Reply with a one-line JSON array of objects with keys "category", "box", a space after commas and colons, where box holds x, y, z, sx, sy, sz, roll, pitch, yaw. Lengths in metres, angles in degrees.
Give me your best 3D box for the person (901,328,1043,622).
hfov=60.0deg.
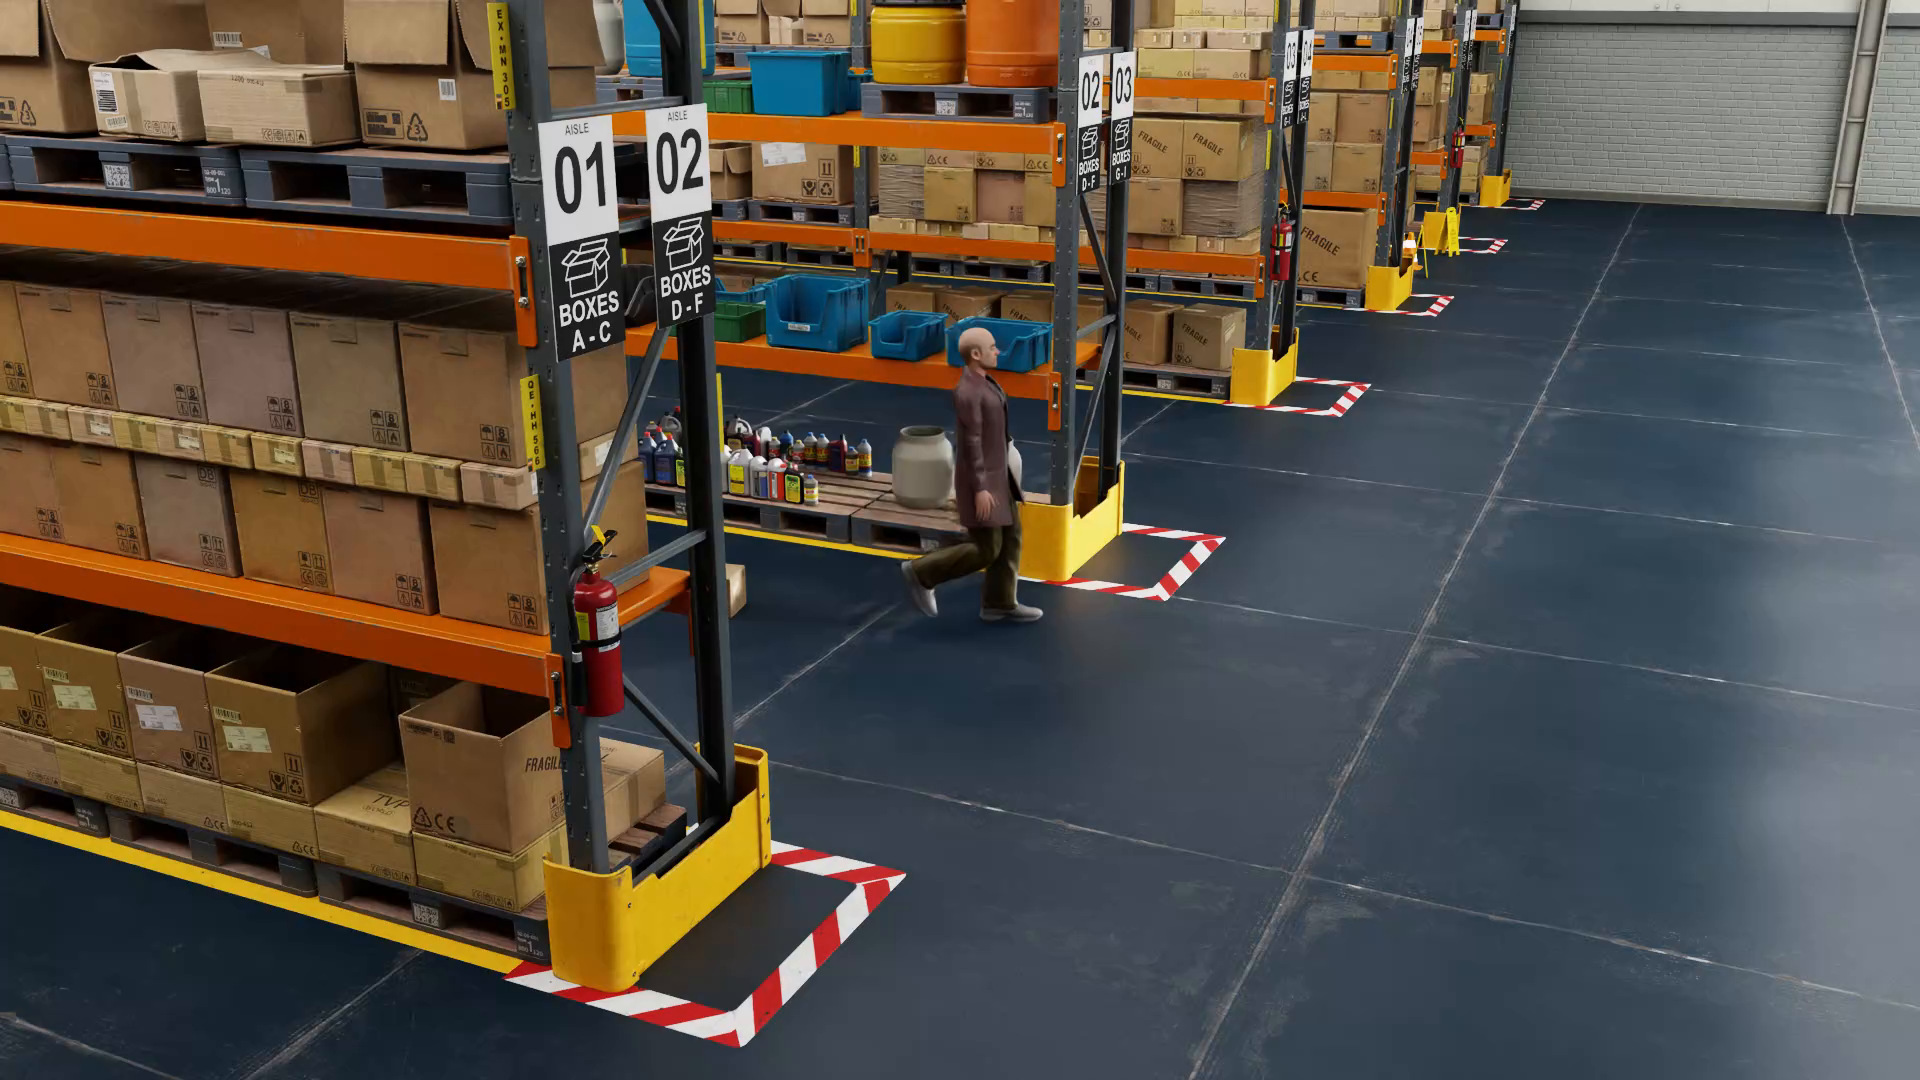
[{"category": "person", "box": [0.075, -0.349, 9.563, 0.811, 1.756, 0.595, 3, 19, 10]}]
